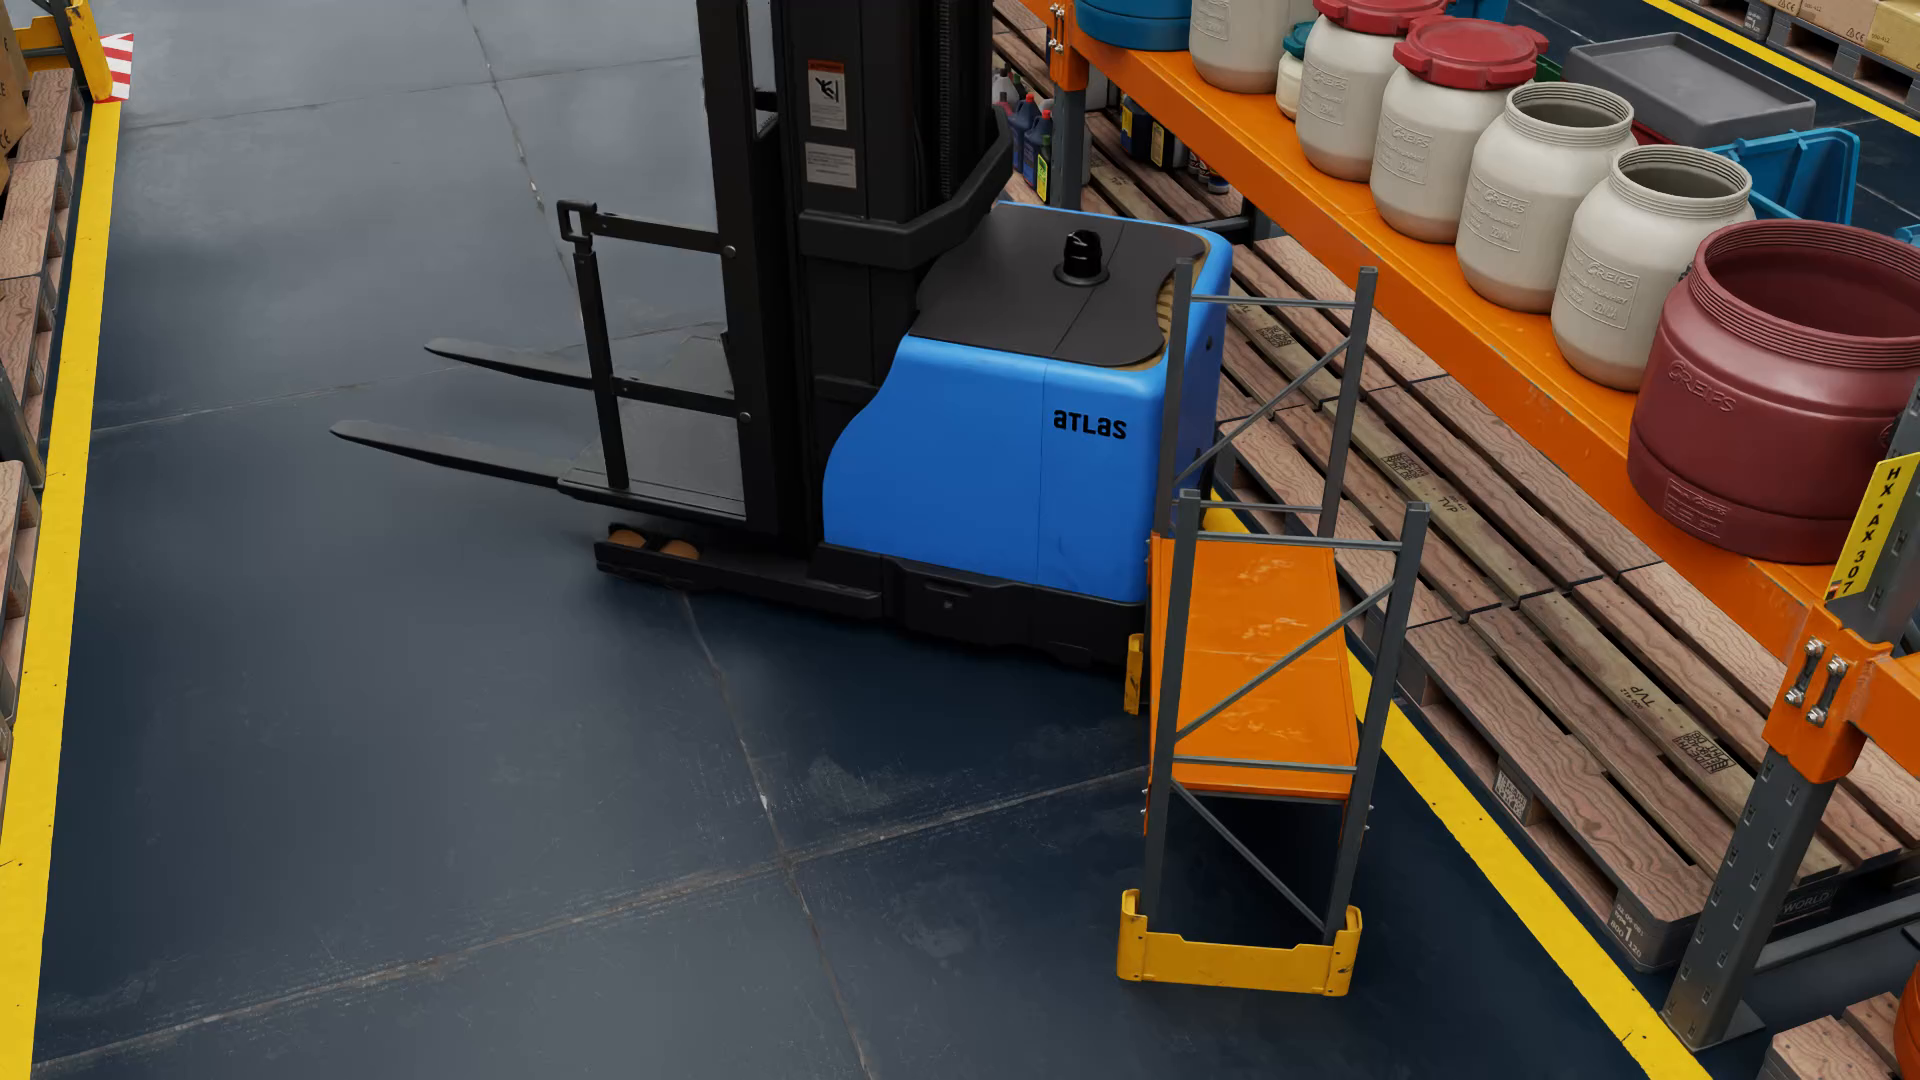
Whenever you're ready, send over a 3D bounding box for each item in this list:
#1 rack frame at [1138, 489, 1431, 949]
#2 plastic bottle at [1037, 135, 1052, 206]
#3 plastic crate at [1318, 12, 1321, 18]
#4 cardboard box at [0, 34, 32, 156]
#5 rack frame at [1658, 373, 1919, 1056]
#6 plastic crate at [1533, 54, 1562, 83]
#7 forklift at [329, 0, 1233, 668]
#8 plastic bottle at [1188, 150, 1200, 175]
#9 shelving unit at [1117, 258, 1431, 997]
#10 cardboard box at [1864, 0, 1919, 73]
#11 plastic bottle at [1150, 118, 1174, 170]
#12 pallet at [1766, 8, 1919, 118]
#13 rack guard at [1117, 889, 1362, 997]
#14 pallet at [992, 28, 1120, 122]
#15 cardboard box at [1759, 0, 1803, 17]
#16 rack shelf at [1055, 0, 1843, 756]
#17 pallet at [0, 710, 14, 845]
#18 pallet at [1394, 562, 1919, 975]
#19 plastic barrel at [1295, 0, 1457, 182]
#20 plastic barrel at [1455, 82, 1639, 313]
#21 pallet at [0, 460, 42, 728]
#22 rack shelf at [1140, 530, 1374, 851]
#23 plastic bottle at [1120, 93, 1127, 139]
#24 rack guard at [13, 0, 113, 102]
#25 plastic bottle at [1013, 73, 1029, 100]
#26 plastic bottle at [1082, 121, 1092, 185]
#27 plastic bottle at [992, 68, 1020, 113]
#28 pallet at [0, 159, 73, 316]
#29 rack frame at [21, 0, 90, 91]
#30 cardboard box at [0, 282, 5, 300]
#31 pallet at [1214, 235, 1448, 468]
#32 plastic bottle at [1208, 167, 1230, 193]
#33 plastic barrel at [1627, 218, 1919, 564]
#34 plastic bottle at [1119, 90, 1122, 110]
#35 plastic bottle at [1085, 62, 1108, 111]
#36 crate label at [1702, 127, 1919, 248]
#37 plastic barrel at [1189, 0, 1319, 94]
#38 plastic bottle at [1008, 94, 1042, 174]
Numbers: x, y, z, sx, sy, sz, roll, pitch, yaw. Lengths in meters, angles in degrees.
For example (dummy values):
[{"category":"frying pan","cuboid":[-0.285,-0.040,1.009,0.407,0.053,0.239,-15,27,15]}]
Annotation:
[{"category":"rack frame","cuboid":[0.697,0.518,3.816,0.500,1.500,0.032,3,37,4]},{"category":"plastic bottle","cuboid":[0.388,-1.628,7.310,0.061,0.283,0.133,-11,38,-14]},{"category":"plastic crate","cuboid":[1.317,-2.149,6.057,0.402,0.464,0.583,-12,39,-16]},{"category":"cardboard box","cuboid":[-4.727,-2.050,7.707,0.500,0.500,0.500,-3,37,-4]},{"category":"rack frame","cuboid":[2.239,-0.074,3.355,1.000,3.000,0.127,-12,39,-16]},{"category":"plastic crate","cuboid":[1.727,-1.324,5.190,0.450,0.188,0.662,-12,39,-16]},{"category":"forklift","cuboid":[-0.698,-1.291,5.028,3.031,2.935,1.130,11,38,14]},{"category":"plastic bottle","cuboid":[1.095,-1.777,7.577,0.097,0.201,0.097,0,37,0]},{"category":"shelving unit","cuboid":[0.745,0.219,4.213,0.587,1.500,1.083,3,37,4]},{"category":"cardboard box","cuboid":[5.150,-2.643,8.702,0.500,0.250,0.500,-12,39,-16]},{"category":"plastic bottle","cuboid":[0.928,-1.850,7.605,0.061,0.283,0.133,-12,39,-16]},{"category":"pallet","cuboid":[5.281,-2.701,9.161,1.003,0.211,1.213,-12,39,-16]},{"category":"rack guard","cuboid":[0.697,1.016,4.193,0.587,0.250,0.087,3,37,4]},{"category":"pallet","cuboid":[0.247,-2.298,8.626,1.003,0.211,1.213,-12,39,-16]},{"category":"cardboard box","cuboid":[4.802,-3.207,9.451,0.500,0.250,0.500,-12,39,-16]},{"category":"rack shelf","cuboid":[1.551,-0.917,5.072,1.077,0.370,4.000,-12,39,-16]},{"category":"pallet","cuboid":[-3.095,0.935,4.333,1.003,0.211,1.213,-12,39,-16]},{"category":"pallet","cuboid":[2.009,0.594,4.786,1.003,0.211,1.213,-12,39,-16]},{"category":"plastic barrel","cuboid":[1.239,-1.388,4.986,0.433,0.535,0.433,0,37,0]},{"category":"plastic barrel","cuboid":[1.540,-0.894,4.350,0.421,0.512,0.421,0,37,0]},{"category":"pallet","cuboid":[-3.518,0.245,5.249,1.003,0.211,1.213,-12,39,-16]},{"category":"rack shelf","cuboid":[0.746,0.357,4.328,0.538,0.185,1.000,3,37,4]},{"category":"plastic bottle","cuboid":[0.812,-2.018,7.839,0.097,0.271,0.097,0,37,0]},{"category":"rack guard","cuboid":[-5.138,-2.526,8.689,1.175,0.500,0.348,-12,39,-16]},{"category":"plastic bottle","cuboid":[0.281,-2.055,7.877,0.061,0.283,0.133,-12,39,-16]},{"category":"plastic bottle","cuboid":[0.506,-1.785,7.463,0.144,0.351,0.185,-12,39,-16]},{"category":"plastic bottle","cuboid":[0.194,-2.046,7.810,0.144,0.351,0.185,-13,39,-16]},{"category":"pallet","cuboid":[-4.475,-1.257,7.243,1.003,0.211,1.213,-12,39,-16]},{"category":"rack frame","cuboid":[-5.164,-3.568,7.994,1.000,3.000,0.127,-12,39,-16]},{"category":"cardboard box","cuboid":[-4.092,-1.034,6.358,0.500,0.500,0.500,-1,37,-1]},{"category":"pallet","cuboid":[1.170,-0.784,6.616,1.003,0.211,1.213,-12,39,-16]},{"category":"plastic bottle","cuboid":[1.165,-1.690,7.403,0.097,0.271,0.097,0,37,0]},{"category":"plastic barrel","cuboid":[1.795,-0.328,3.579,0.600,0.536,0.708,-12,39,-16]},{"category":"plastic bottle","cuboid":[0.834,-2.205,8.144,0.097,0.201,0.097,0,37,0]},{"category":"plastic bottle","cuboid":[0.633,-2.265,8.162,0.152,0.276,0.135,-12,39,-16]},{"category":"crate label","cuboid":[2.152,-0.705,4.164,0.502,0.435,0.616,-12,39,-16]},{"category":"plastic barrel","cuboid":[0.986,-1.802,5.536,0.433,0.535,0.433,0,37,0]},{"category":"plastic bottle","cuboid":[0.305,-1.864,7.567,0.144,0.351,0.185,-14,39,-18]}]
